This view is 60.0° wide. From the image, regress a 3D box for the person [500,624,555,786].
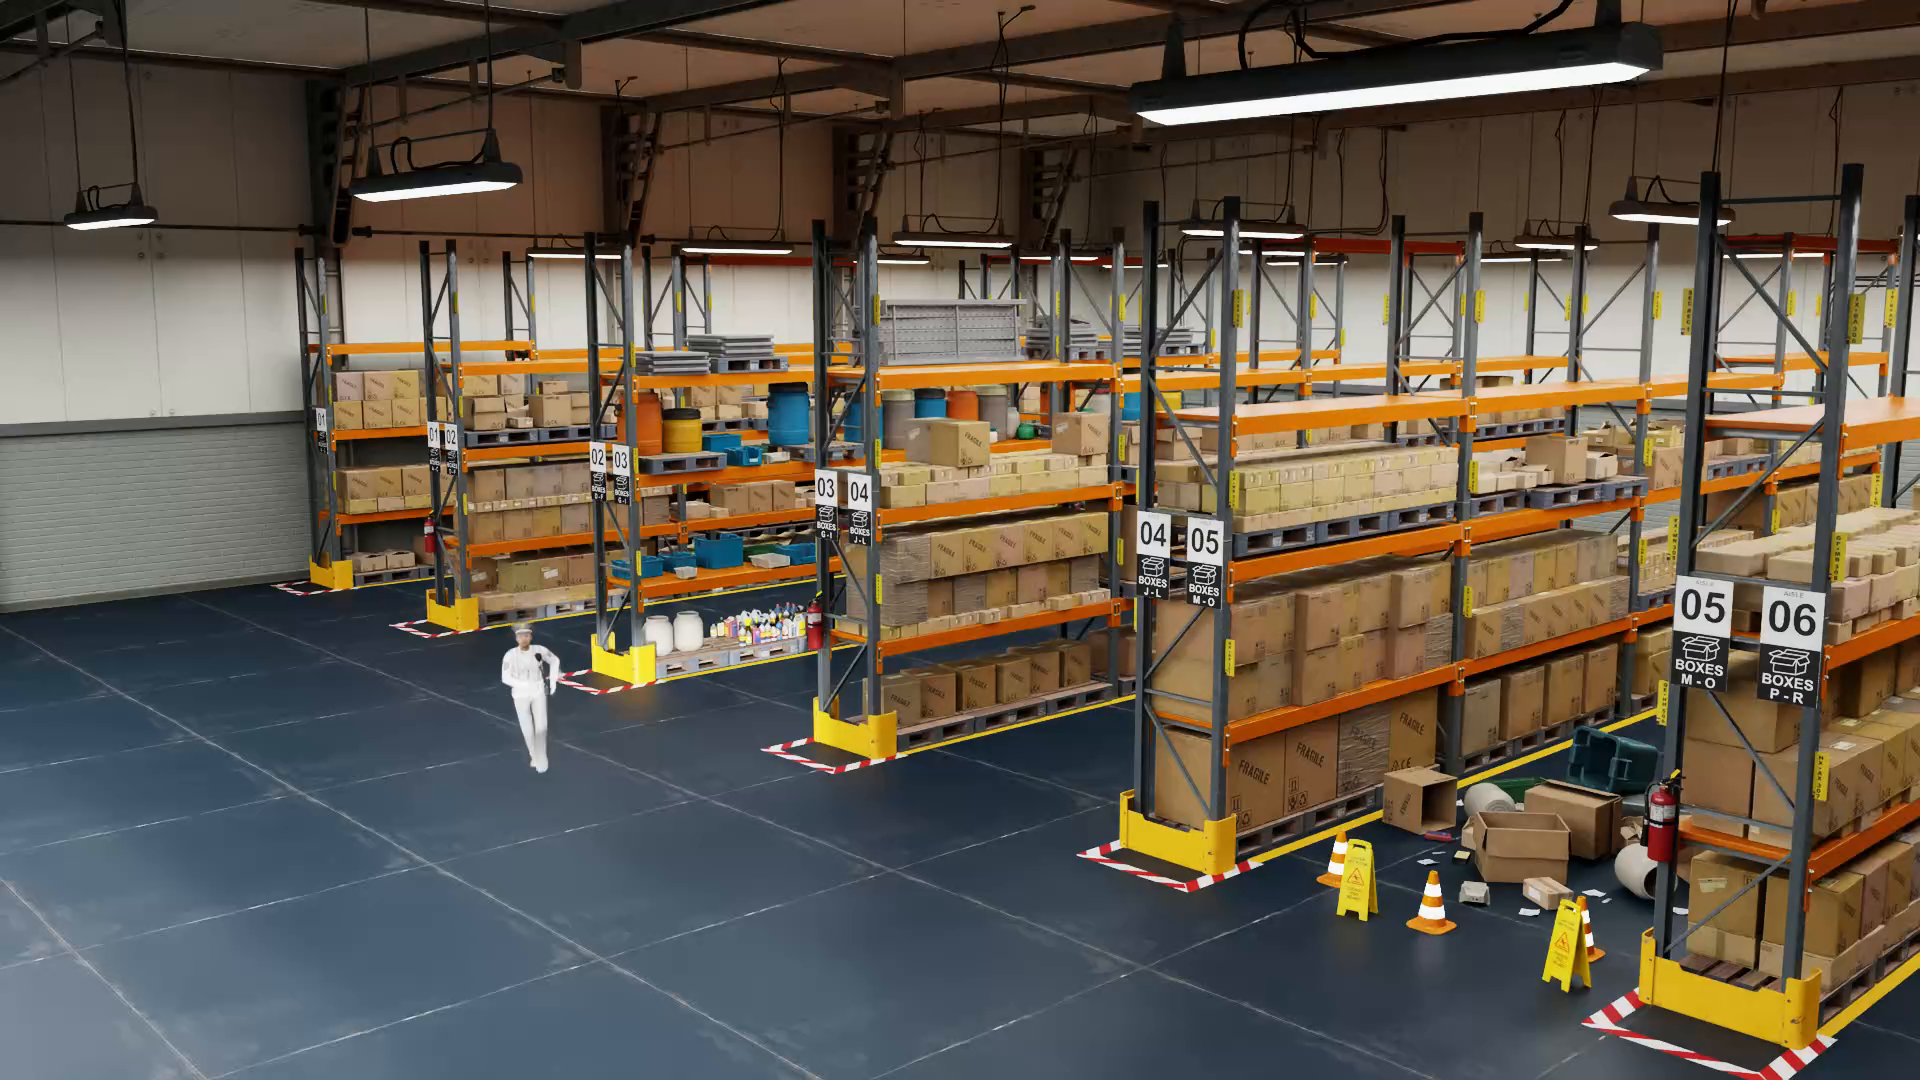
[{"bbox_3d":[-4.642,1.726,17.906,0.556,1.740,0.793,-1,8,-9],"label":"person"}]
